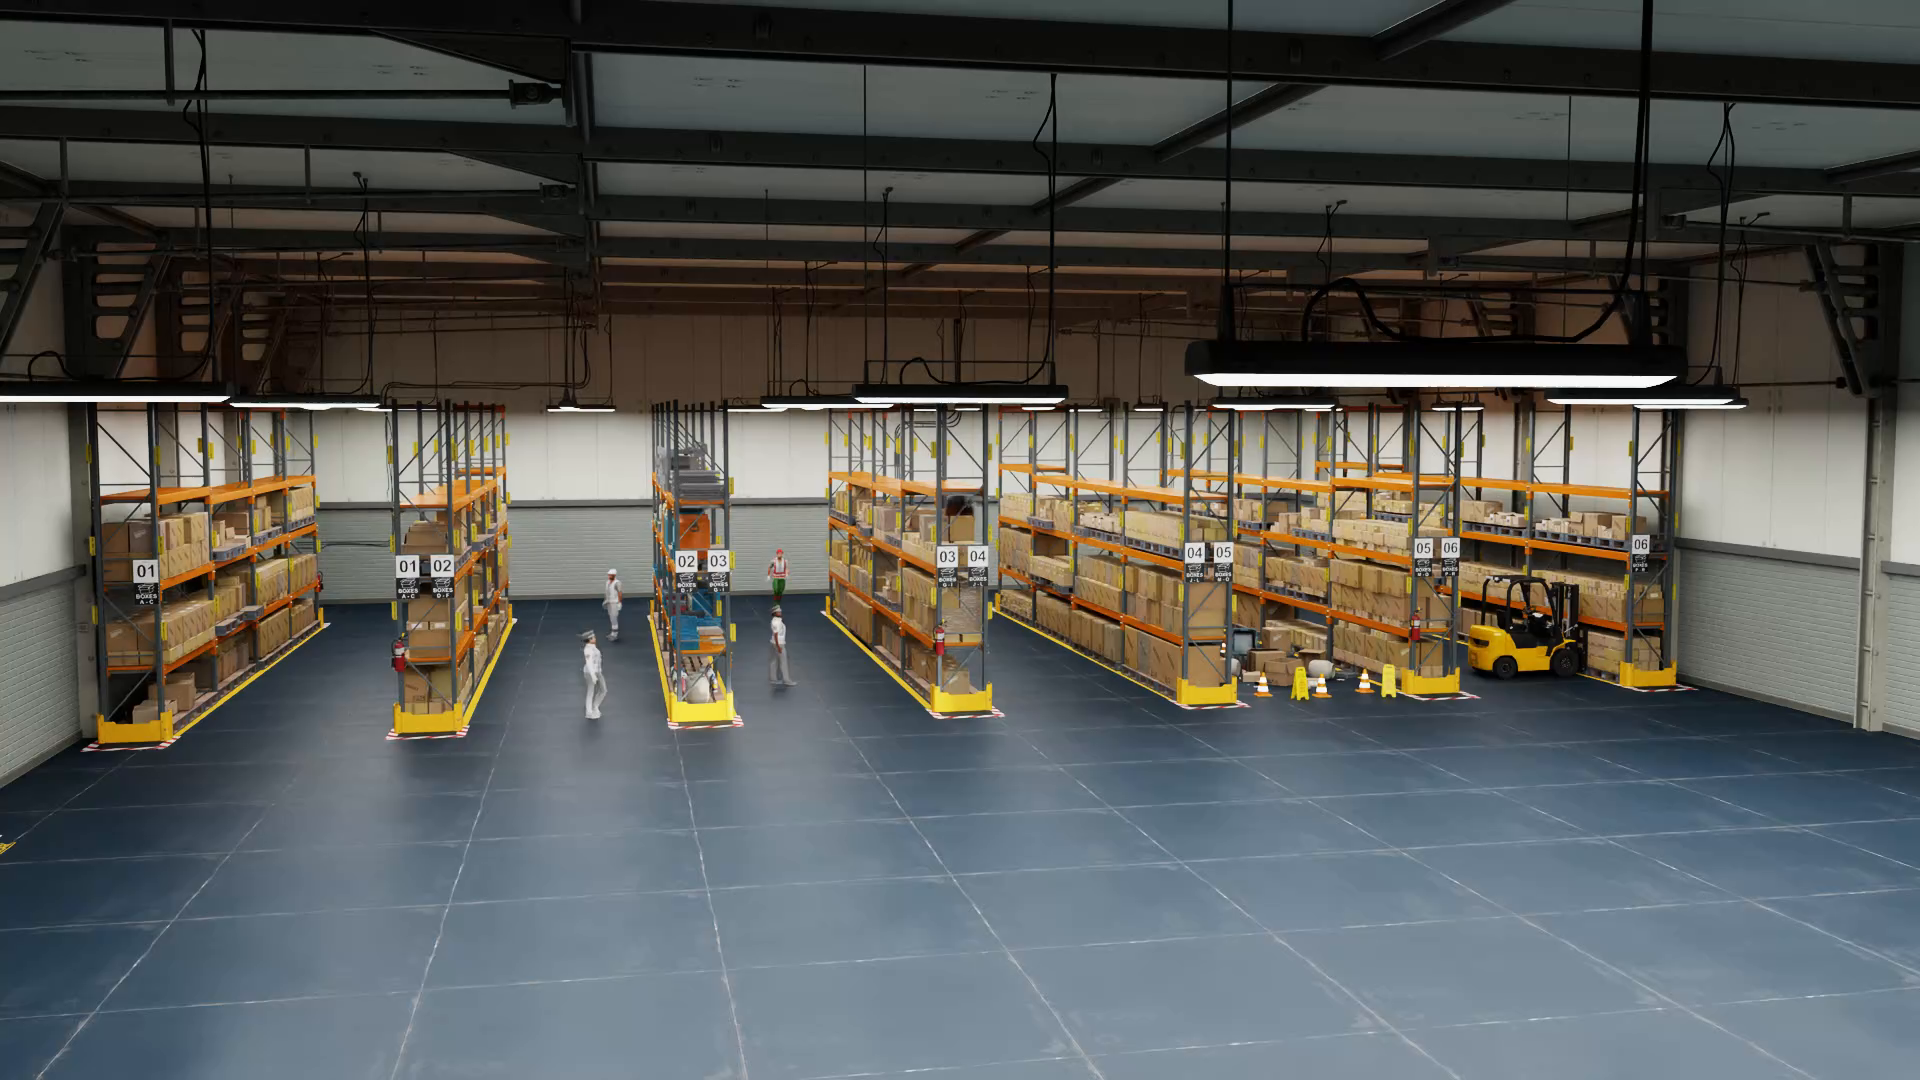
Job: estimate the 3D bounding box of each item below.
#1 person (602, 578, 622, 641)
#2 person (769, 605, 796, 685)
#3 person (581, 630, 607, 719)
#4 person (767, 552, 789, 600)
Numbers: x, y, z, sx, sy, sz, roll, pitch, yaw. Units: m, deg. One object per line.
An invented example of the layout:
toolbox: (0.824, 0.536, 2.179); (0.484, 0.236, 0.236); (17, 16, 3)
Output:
person: (-8.940, 1.759, 42.473); (0.630, 1.567, 0.538); (4, 6, 42)
person: (-3.768, 2.223, 35.296); (0.542, 1.692, 0.450); (-1, 4, -13)
person: (-6.918, 2.526, 31.357); (0.417, 1.684, 0.524); (1, 5, 18)
person: (-5.387, 1.046, 49.265); (0.635, 1.461, 0.657); (-1, 4, -12)
